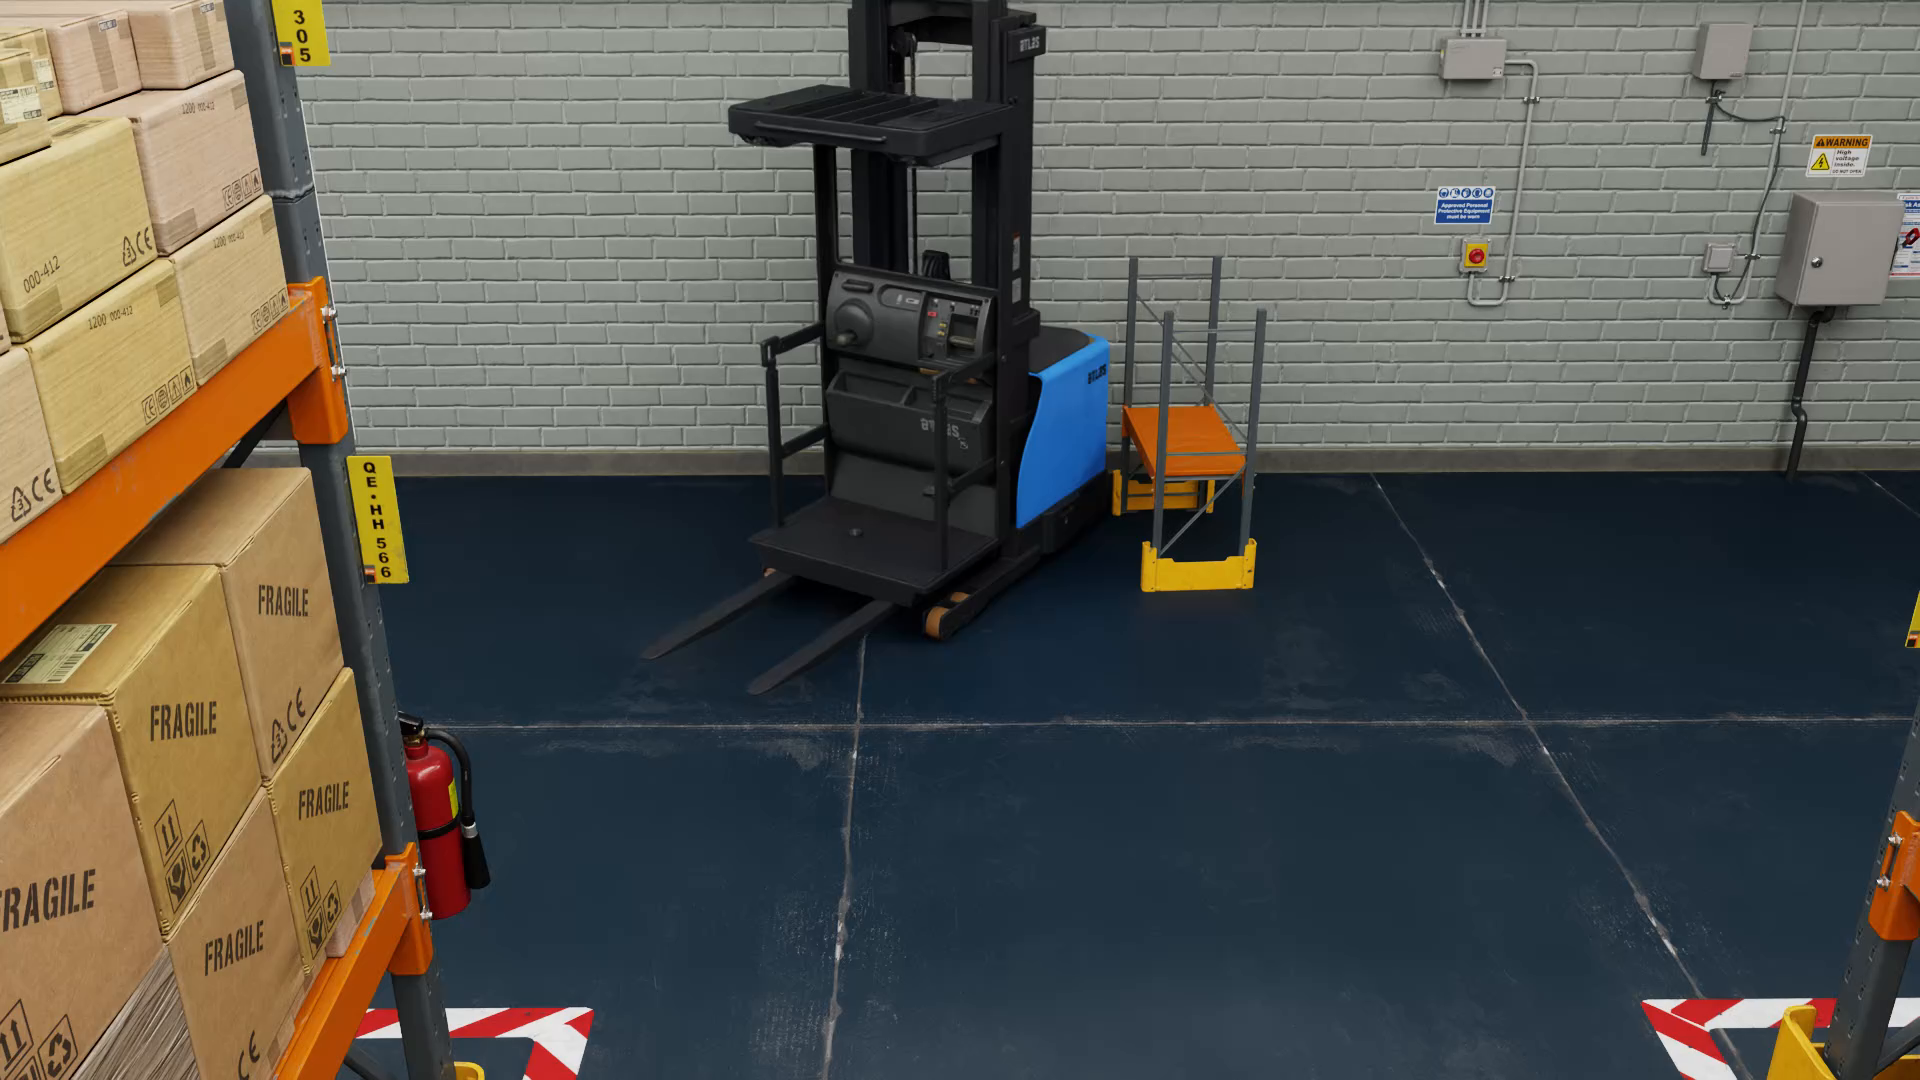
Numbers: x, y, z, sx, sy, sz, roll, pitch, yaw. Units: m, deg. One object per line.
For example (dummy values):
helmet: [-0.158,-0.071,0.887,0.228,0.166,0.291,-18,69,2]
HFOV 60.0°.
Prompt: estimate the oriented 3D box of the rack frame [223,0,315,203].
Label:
rack frame: [-1.927,-2.113,3.002,1.000,3.000,0.127,0,24,-1]

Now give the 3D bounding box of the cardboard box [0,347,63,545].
cardboard box: [-1.653,-0.077,2.322,0.500,0.250,0.500,1,24,2]

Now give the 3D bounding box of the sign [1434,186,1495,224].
sign: [2.888,-1.915,9.516,0.327,0.218,0.001,0,24,-1]

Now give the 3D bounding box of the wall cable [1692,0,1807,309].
wall cable: [4.355,-2.241,9.332,0.588,1.984,0.122,0,24,-1]

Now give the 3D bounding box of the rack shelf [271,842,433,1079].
rack shelf: [-1.905,1.772,2.564,1.077,0.370,4.000,0,24,-1]

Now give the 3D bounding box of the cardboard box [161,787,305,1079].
cardboard box: [-1.664,0.836,3.280,0.500,0.500,0.500,-1,24,-1]

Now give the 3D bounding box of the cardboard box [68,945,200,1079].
cardboard box: [-1.649,1.045,2.818,0.500,0.500,0.500,0,24,0]

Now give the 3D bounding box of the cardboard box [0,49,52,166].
cardboard box: [-1.610,-0.635,2.467,0.380,0.149,0.250,0,24,0]

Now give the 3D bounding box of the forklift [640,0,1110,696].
forklift: [-0.370,-1.062,8.041,1.130,2.935,3.031,14,28,29]

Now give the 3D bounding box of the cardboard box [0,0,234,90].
cardboard box: [-1.630,-0.952,3.166,0.380,0.149,0.250,0,24,-1]

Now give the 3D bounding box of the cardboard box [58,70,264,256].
cardboard box: [-1.668,-0.717,3.131,0.500,0.250,0.500,-1,24,-2]

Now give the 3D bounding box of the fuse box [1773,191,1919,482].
fuse box: [5.039,-1.129,9.670,0.539,1.711,0.414,0,24,-1]

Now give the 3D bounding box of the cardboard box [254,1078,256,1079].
cardboard box: [-1.632,1.179,3.308,0.380,0.149,0.250,0,24,1]

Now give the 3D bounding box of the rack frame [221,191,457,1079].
rack frame: [-1.927,0.621,4.238,1.000,3.000,0.127,0,24,-1]

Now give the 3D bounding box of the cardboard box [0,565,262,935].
cardboard box: [-1.668,0.380,3.074,0.500,0.500,0.500,-1,24,-2]

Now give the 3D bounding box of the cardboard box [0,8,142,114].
cardboard box: [-1.703,-0.850,2.940,0.380,0.149,0.250,0,24,0]

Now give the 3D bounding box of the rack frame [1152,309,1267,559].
rack frame: [1.241,-0.431,8.384,0.500,1.500,0.032,-2,24,-4]

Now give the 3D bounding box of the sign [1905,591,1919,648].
sign: [2.467,0.126,4.184,0.100,0.325,0.005,0,24,-1]

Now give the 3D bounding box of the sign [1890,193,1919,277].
sign: [5.531,-1.760,9.618,0.329,0.494,0.001,0,24,-1]

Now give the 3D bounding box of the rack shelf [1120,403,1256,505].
rack shelf: [1.204,-0.476,8.920,0.538,0.185,1.000,-2,24,-4]

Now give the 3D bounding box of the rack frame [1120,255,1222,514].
rack frame: [1.168,-0.849,9.308,0.500,1.500,0.032,-2,24,-4]

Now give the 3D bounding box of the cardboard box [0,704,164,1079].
cardboard box: [-1.653,0.594,2.600,0.500,0.500,0.500,1,24,2]

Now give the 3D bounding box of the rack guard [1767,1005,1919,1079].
rack guard: [3.021,1.686,4.916,1.175,0.500,0.348,0,24,-1]

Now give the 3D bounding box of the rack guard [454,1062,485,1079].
rack guard: [-1.926,1.791,4.684,1.175,0.500,0.348,0,24,-1]

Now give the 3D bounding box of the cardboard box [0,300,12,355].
cardboard box: [-1.658,-0.295,2.198,0.500,0.250,0.500,0,24,0]

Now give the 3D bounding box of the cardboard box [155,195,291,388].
cardboard box: [-1.657,-0.492,3.239,0.500,0.250,0.500,-1,24,-2]

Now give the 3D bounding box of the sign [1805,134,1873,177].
sign: [4.981,-2.177,9.422,0.339,0.242,0.001,0,24,-1]

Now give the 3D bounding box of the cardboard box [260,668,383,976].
cardboard box: [-1.665,0.623,3.749,0.500,0.500,0.500,0,24,1]

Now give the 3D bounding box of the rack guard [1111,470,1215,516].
rack guard: [1.168,-0.279,9.564,0.587,0.250,0.087,-2,24,-4]

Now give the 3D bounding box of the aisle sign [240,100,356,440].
aisle sign: [-1.628,-0.595,3.772,0.394,0.787,0.004,0,24,-1]

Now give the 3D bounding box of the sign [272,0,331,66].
sign: [-1.372,-1.144,3.425,0.100,0.325,0.005,0,24,-1]

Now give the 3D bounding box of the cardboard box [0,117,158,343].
cardboard box: [-1.661,-0.506,2.665,0.500,0.250,0.500,-1,24,-2]

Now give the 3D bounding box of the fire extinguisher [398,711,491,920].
fire extinguisher: [-1.468,0.720,4.565,0.296,0.674,0.183,0,24,-1]

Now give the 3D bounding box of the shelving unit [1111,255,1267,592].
shelving unit: [1.204,-0.644,8.854,0.587,1.500,1.083,-2,24,-4]

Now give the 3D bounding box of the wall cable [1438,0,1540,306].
wall cable: [2.937,-2.244,9.301,0.585,1.953,0.123,0,24,-1]

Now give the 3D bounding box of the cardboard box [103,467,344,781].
cardboard box: [-1.673,0.171,3.536,0.500,0.500,0.500,-1,24,-2]

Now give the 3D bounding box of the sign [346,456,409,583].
sign: [-1.372,-0.045,3.922,0.100,0.325,0.005,0,24,-1]

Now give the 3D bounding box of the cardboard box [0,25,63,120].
cardboard box: [-1.721,-0.744,2.706,0.380,0.149,0.250,-1,24,-2]

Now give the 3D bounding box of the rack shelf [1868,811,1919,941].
rack shelf: [3.043,1.709,2.705,1.077,0.370,4.000,0,24,-1]

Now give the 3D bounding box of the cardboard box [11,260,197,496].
cardboard box: [-1.645,-0.281,2.774,0.500,0.250,0.500,0,24,0]

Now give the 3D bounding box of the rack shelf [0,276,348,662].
rack shelf: [-1.905,0.406,1.946,1.077,0.370,4.000,0,24,-1]

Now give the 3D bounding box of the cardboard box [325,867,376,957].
cardboard box: [-1.641,0.868,3.996,0.380,0.149,0.250,0,24,0]

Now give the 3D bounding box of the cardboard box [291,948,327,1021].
cardboard box: [-1.676,0.971,3.769,0.380,0.149,0.250,0,24,-1]

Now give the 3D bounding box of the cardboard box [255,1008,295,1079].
cardboard box: [-1.658,1.074,3.540,0.380,0.149,0.250,0,24,-1]

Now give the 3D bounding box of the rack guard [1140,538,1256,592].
rack guard: [1.240,0.130,8.659,0.587,0.250,0.087,-2,24,-4]
